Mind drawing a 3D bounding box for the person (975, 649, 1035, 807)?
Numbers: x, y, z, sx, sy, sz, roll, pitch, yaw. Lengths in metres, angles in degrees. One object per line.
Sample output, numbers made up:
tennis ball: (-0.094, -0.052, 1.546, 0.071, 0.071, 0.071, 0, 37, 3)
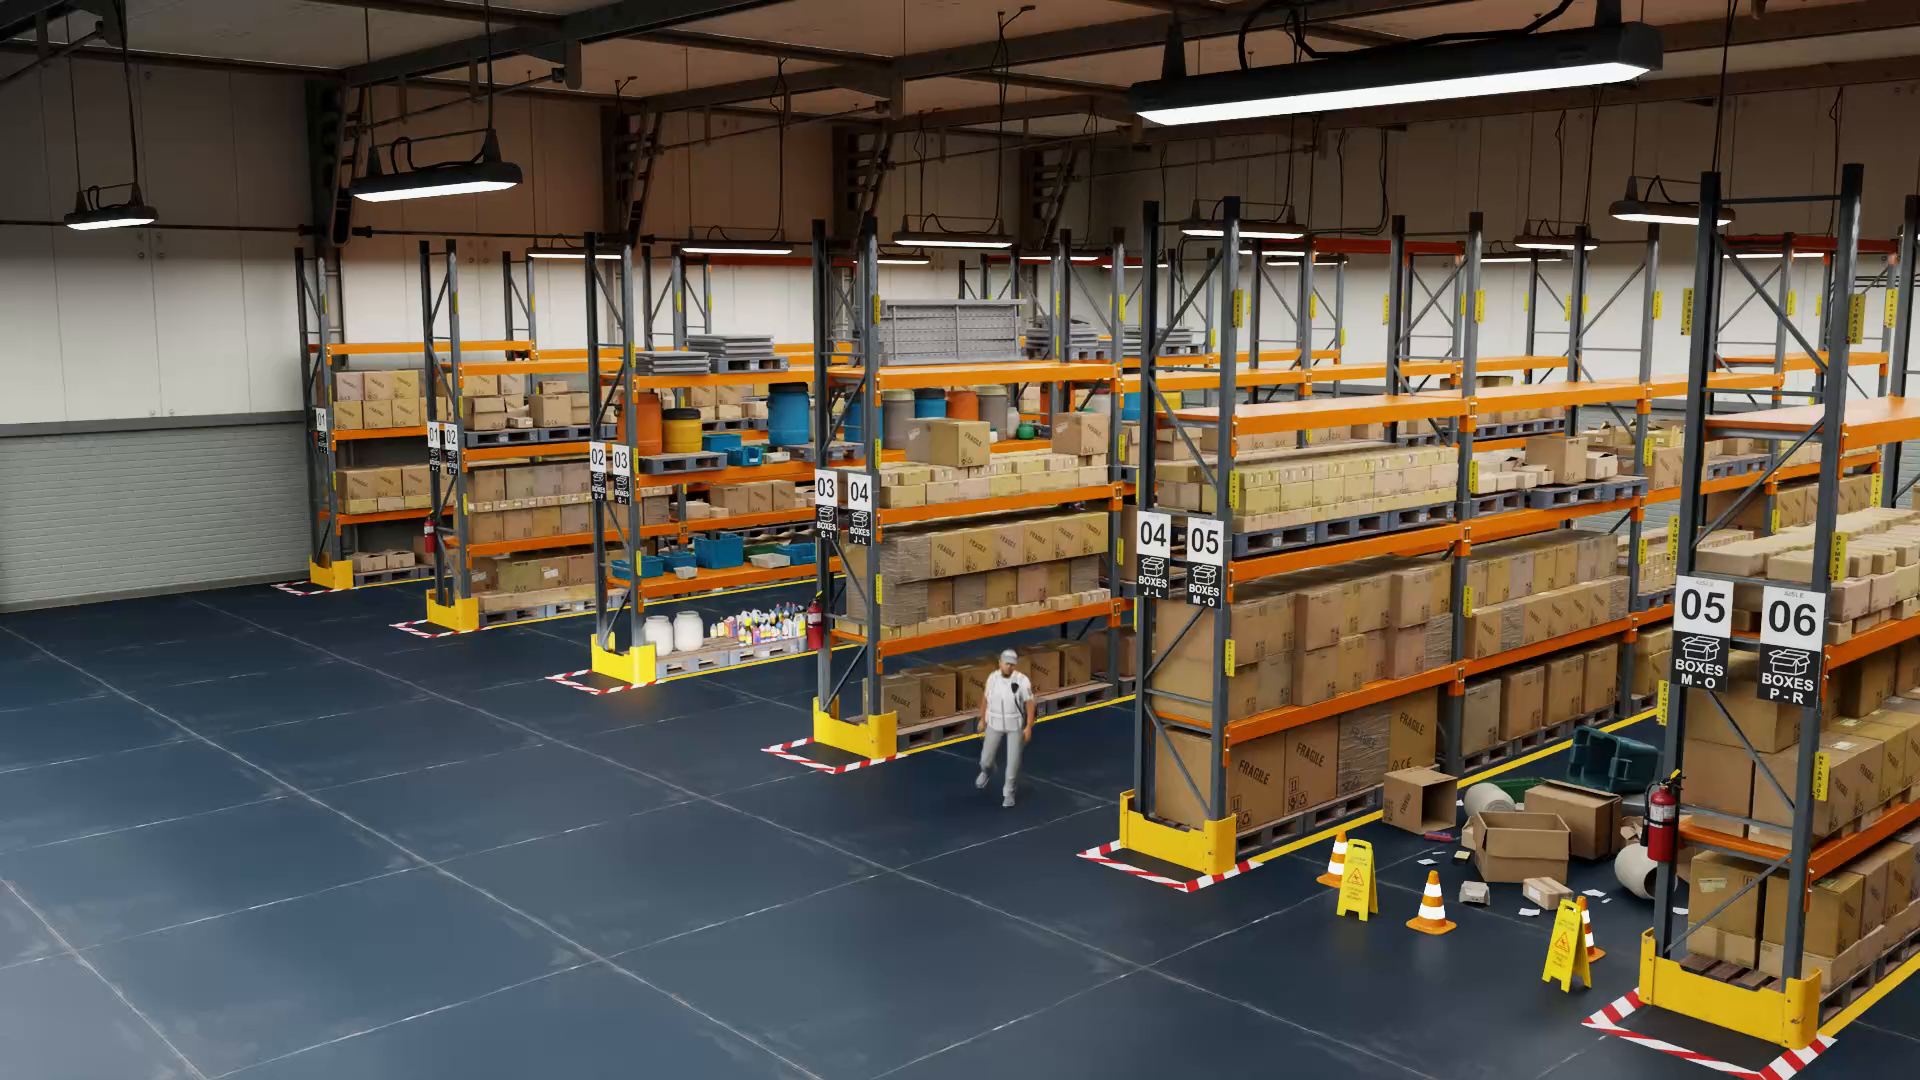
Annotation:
person: (0.453, 1.892, 16.949, 0.661, 1.632, 0.663, 1, 8, 10)

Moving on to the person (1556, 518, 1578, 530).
person: (11.151, -0.103, 30.890, 0.613, 1.523, 0.748, -3, 9, -22)

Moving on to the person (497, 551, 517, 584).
person: (-7.819, 0.159, 28.695, 0.746, 1.655, 0.664, -1, 8, -10)
